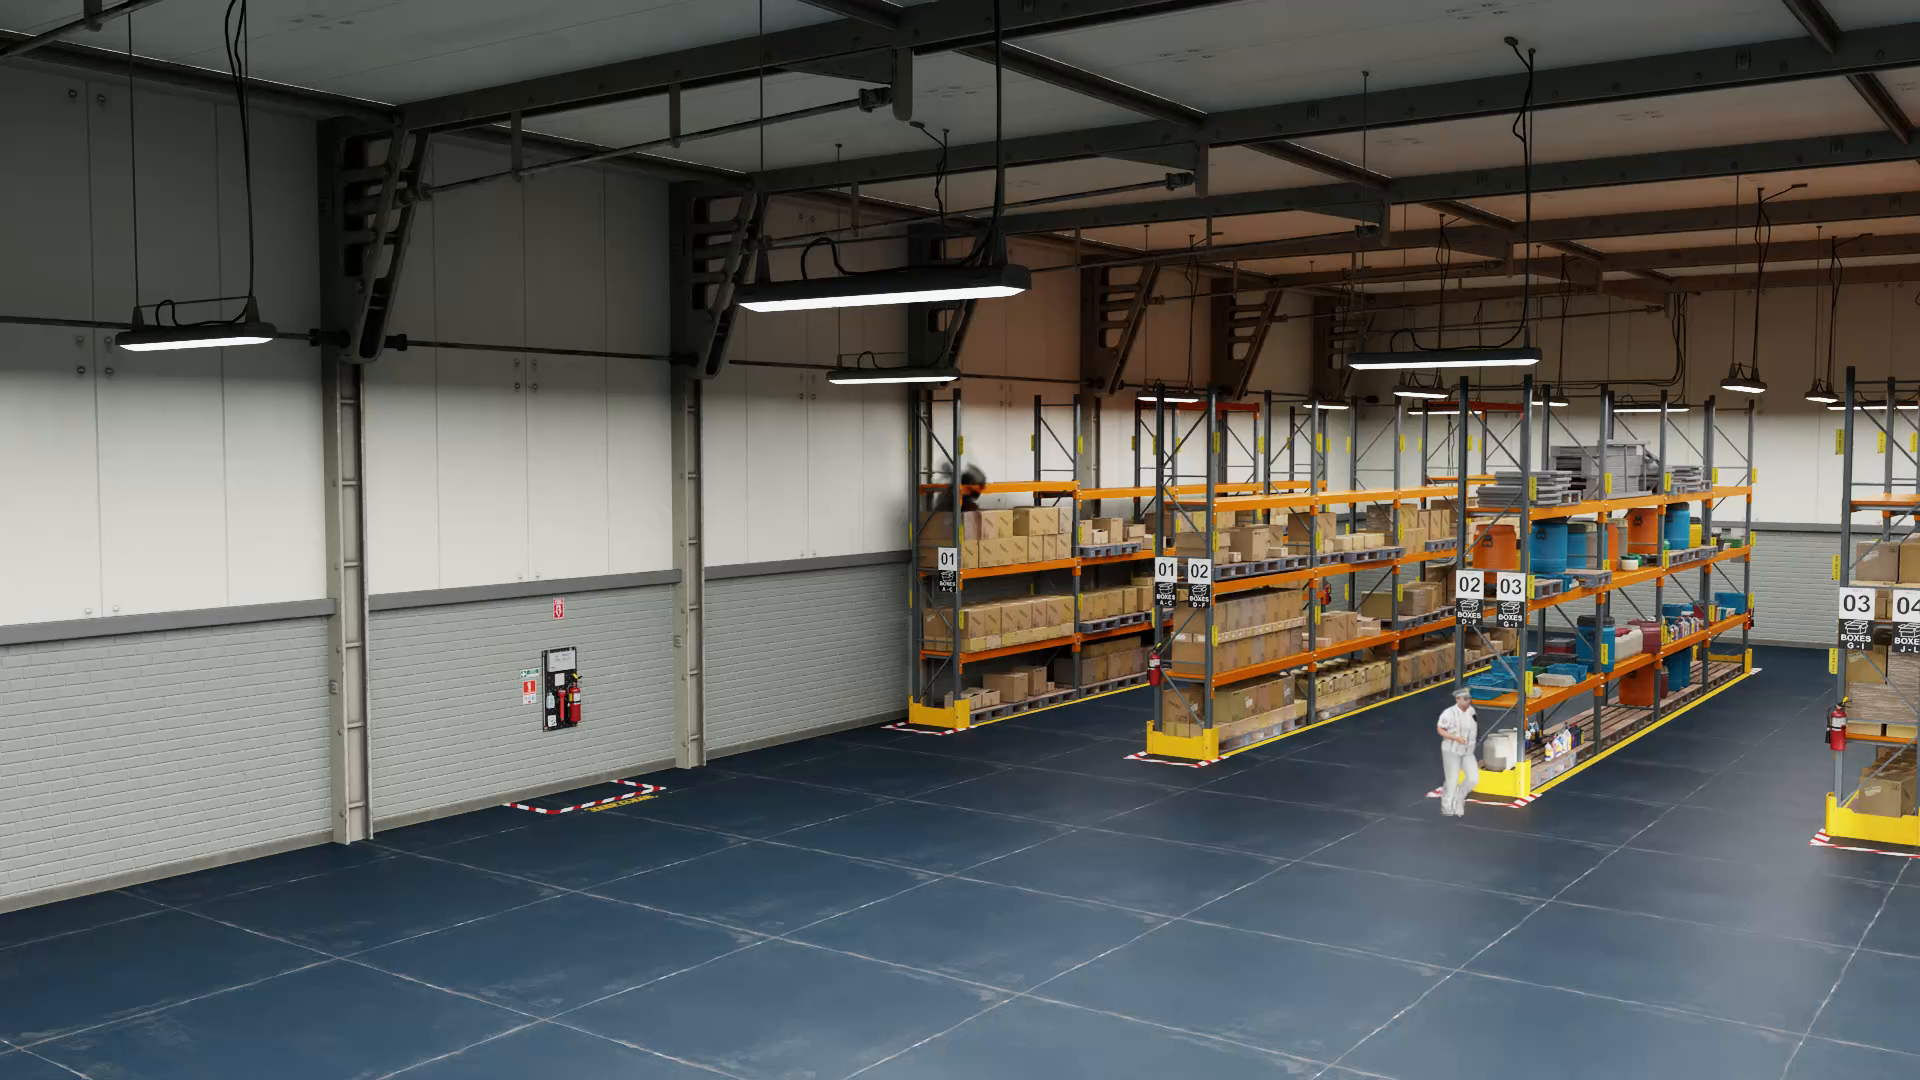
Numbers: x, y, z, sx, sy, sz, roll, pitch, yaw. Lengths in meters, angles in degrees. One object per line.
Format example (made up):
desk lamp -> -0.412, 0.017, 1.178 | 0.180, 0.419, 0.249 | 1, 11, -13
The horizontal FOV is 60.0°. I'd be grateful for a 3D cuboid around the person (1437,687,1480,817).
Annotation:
person -> 6.738, 2.858, 22.351 | 0.681, 1.772, 0.675 | -1, 3, -16
